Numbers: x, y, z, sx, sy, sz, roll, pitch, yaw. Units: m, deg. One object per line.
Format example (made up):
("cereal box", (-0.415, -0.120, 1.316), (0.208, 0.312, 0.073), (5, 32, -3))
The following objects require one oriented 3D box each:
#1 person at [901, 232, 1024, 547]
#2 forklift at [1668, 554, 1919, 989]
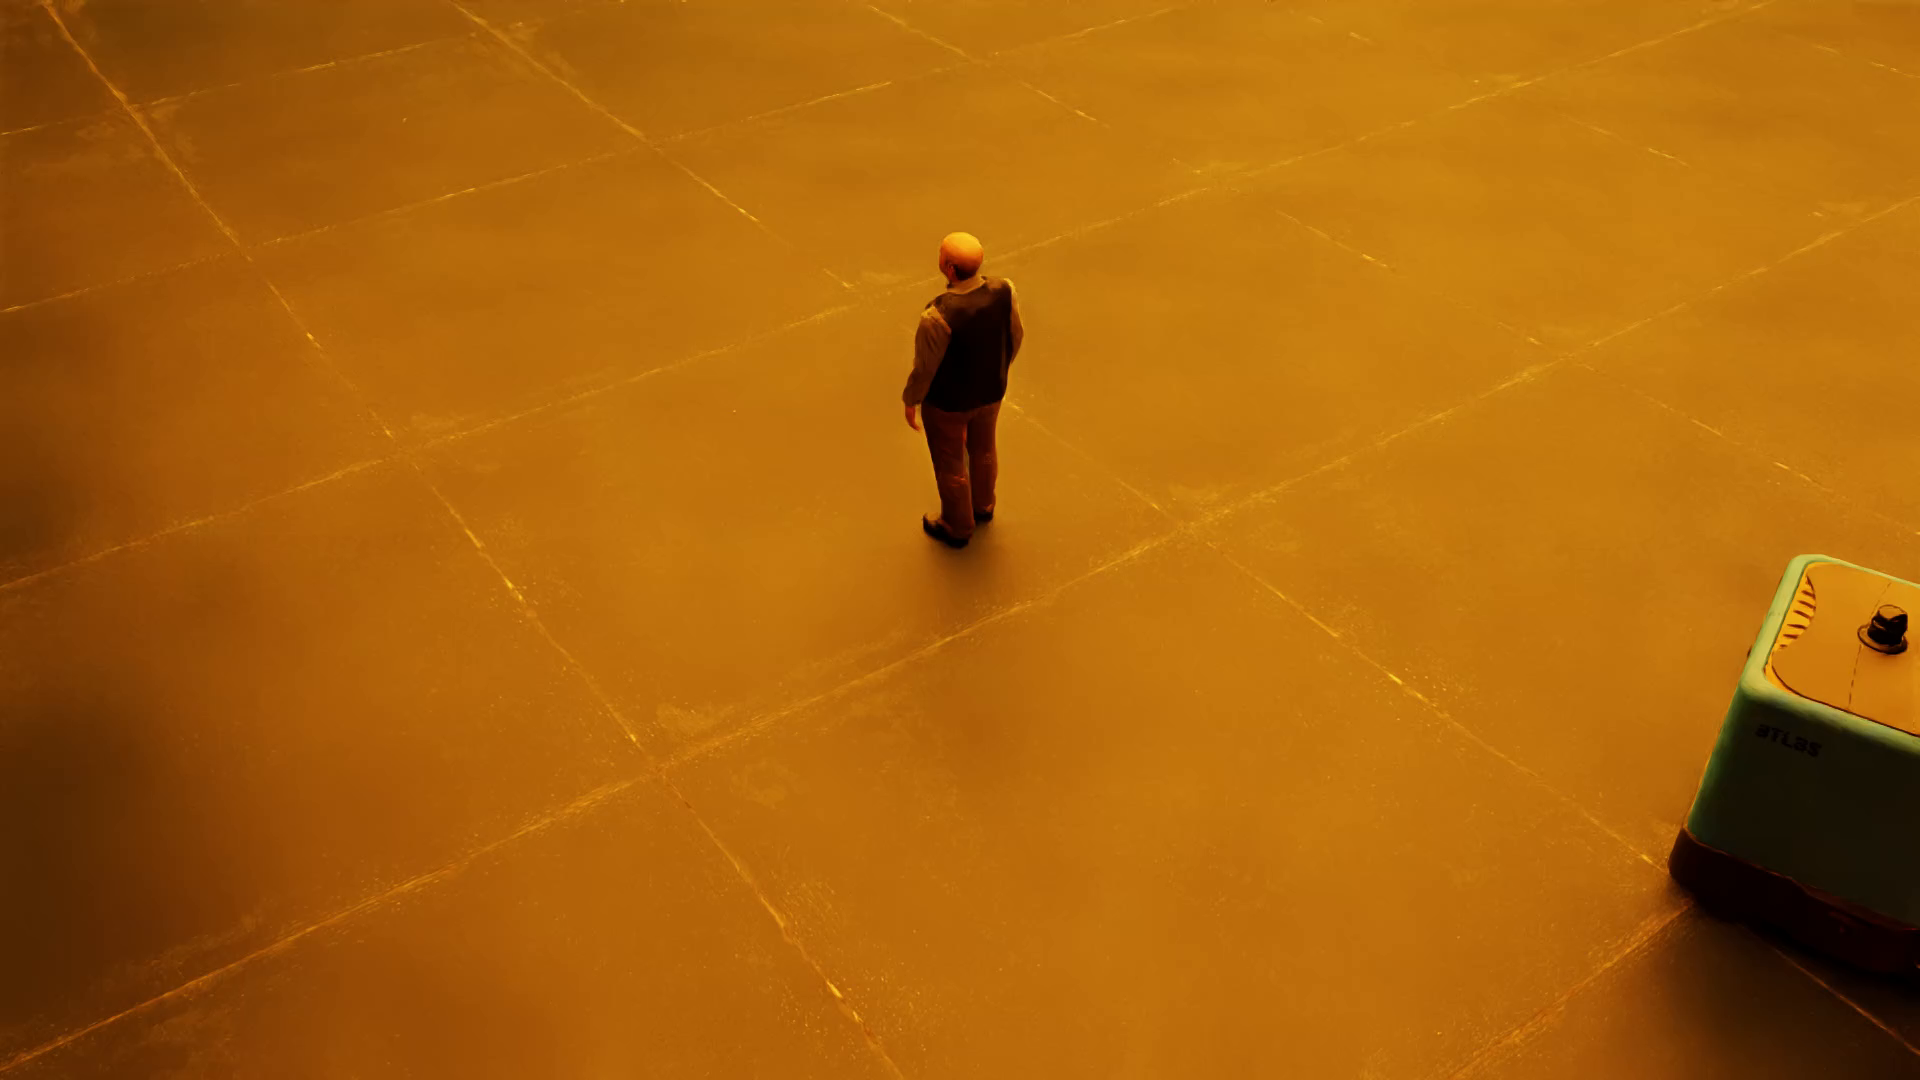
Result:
("person", (-0.030, -0.731, 7.939), (0.632, 1.720, 0.567), (-23, 42, -28))
("forklift", (4.296, 0.436, 5.356), (3.031, 2.935, 1.130), (21, 42, 26))
